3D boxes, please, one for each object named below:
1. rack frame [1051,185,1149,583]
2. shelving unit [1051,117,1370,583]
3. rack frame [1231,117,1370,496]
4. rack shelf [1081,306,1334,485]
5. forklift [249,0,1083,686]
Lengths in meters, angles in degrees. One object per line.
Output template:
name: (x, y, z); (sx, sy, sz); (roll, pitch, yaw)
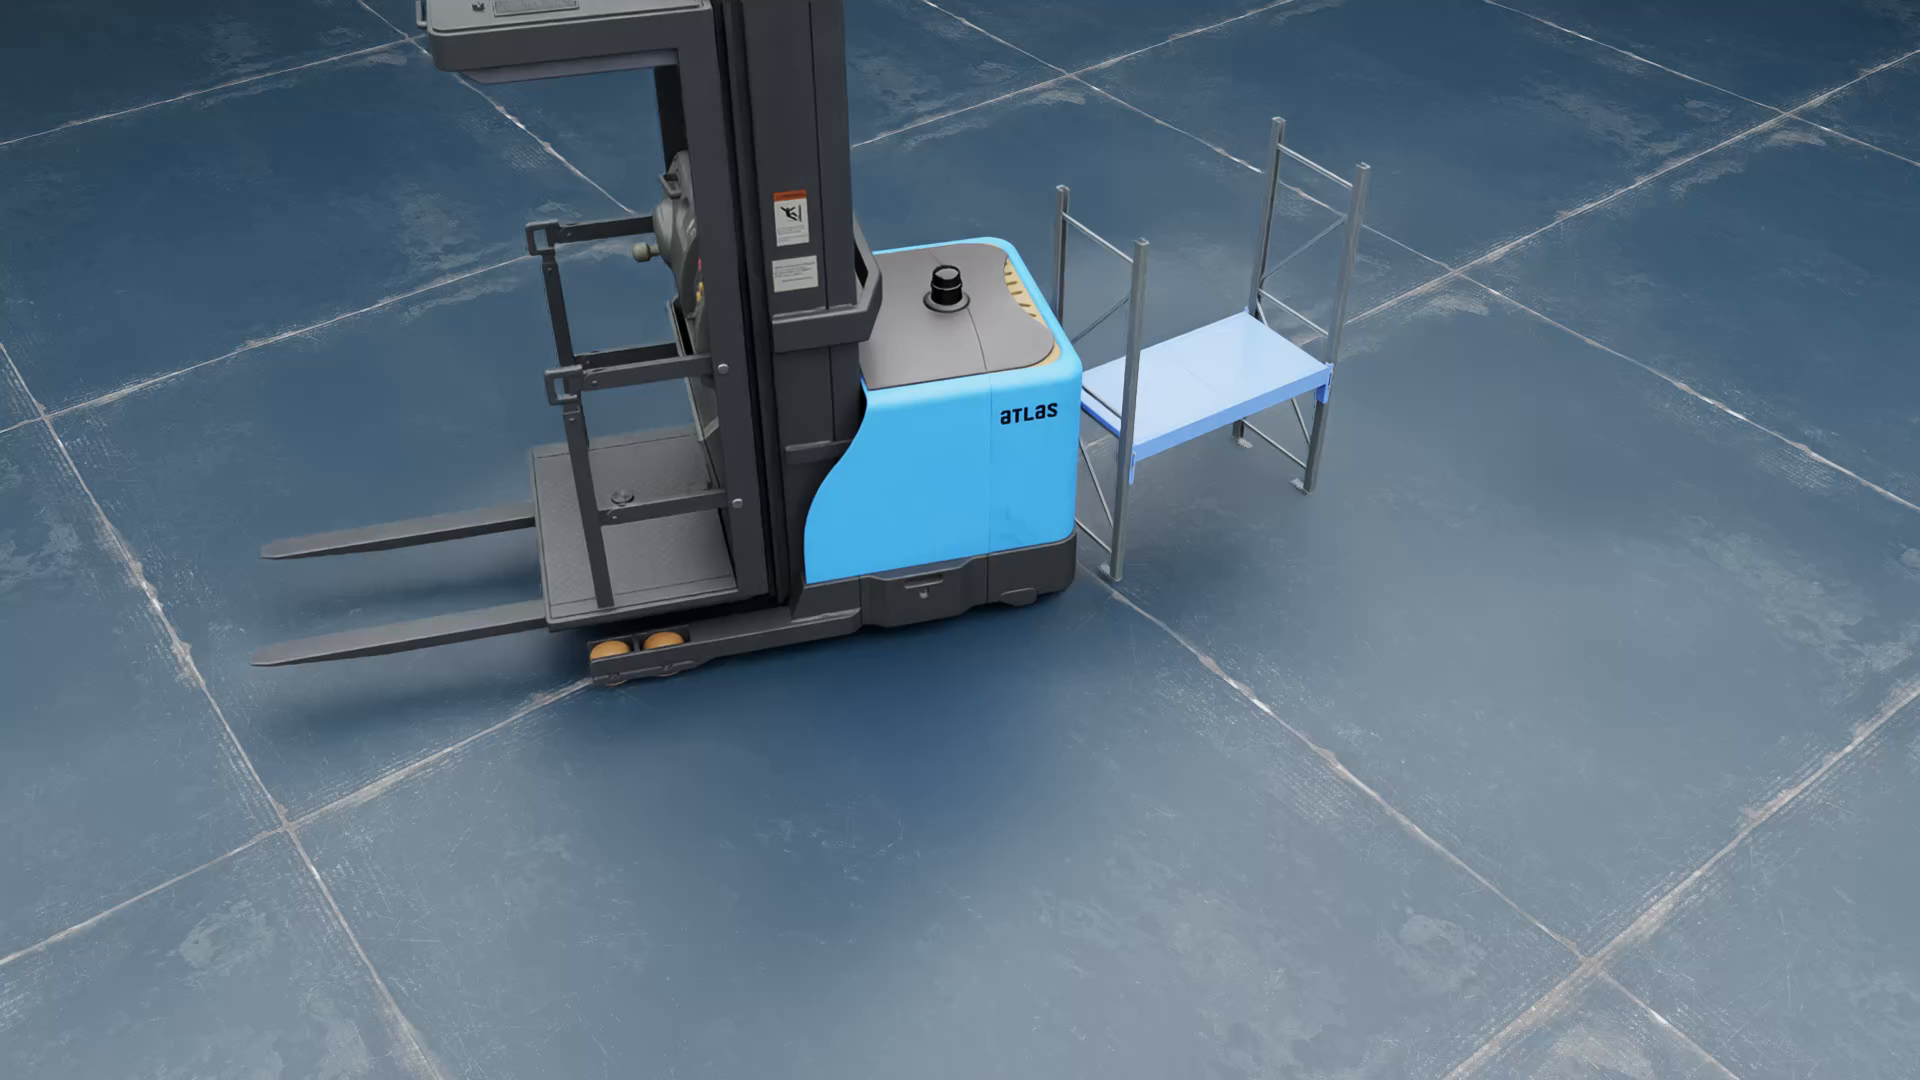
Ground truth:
rack frame: (0.490, -0.550, 6.238); (0.032, 1.500, 0.500); (-23, 44, -25)
shelving unit: (0.915, -0.726, 6.453); (1.048, 1.500, 0.538); (-23, 44, -25)
rack frame: (1.341, -0.902, 6.668); (0.032, 1.500, 0.500); (-23, 44, -25)
rack shelf: (0.915, -0.587, 6.567); (1.000, 0.185, 0.538); (-23, 44, -25)
forklift: (-1.128, -0.972, 5.624); (3.031, 2.935, 1.130); (-10, 40, -11)
